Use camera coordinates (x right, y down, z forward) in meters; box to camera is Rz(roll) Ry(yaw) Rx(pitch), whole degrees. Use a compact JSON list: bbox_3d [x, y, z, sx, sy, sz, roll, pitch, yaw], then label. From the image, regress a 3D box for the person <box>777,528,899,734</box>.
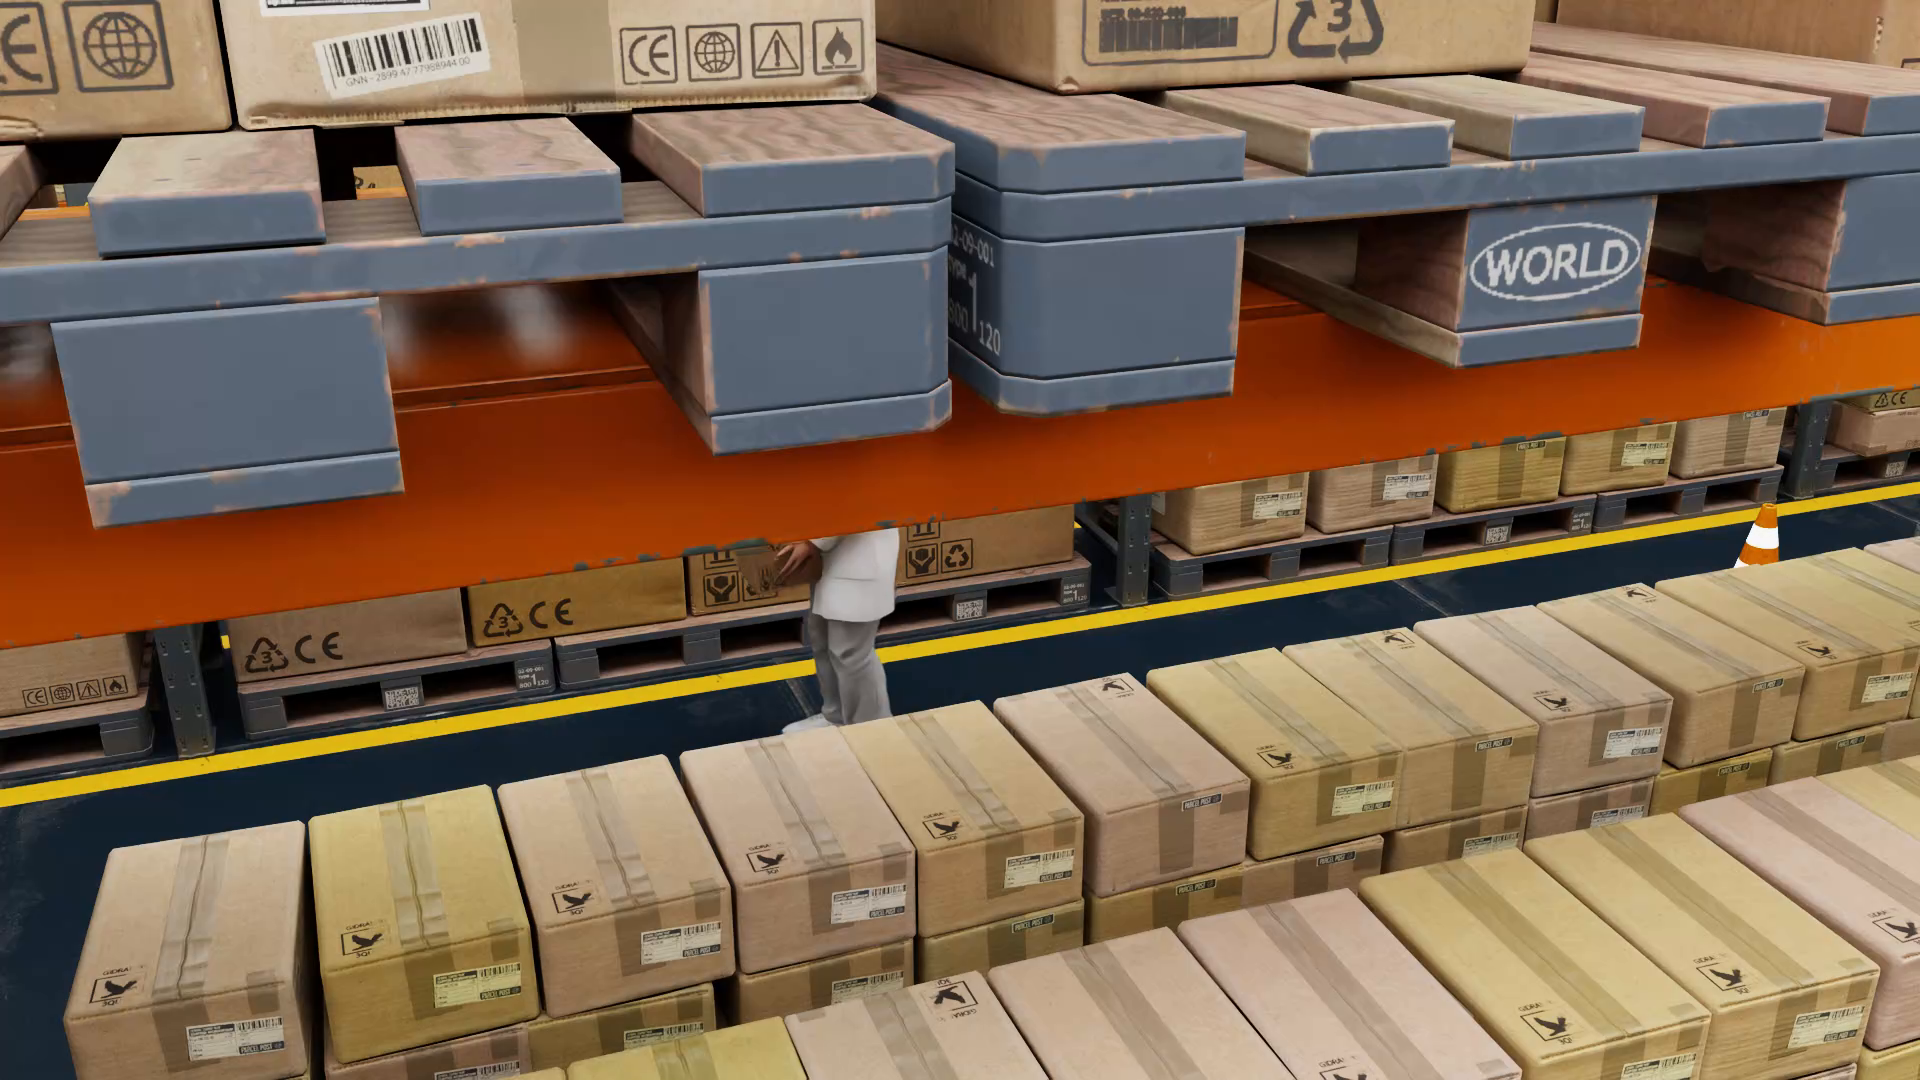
[{"bbox_3d":[-0.467,0.017,6.059,0.489,1.783,0.569,-8,24,-20],"label":"person"}]
